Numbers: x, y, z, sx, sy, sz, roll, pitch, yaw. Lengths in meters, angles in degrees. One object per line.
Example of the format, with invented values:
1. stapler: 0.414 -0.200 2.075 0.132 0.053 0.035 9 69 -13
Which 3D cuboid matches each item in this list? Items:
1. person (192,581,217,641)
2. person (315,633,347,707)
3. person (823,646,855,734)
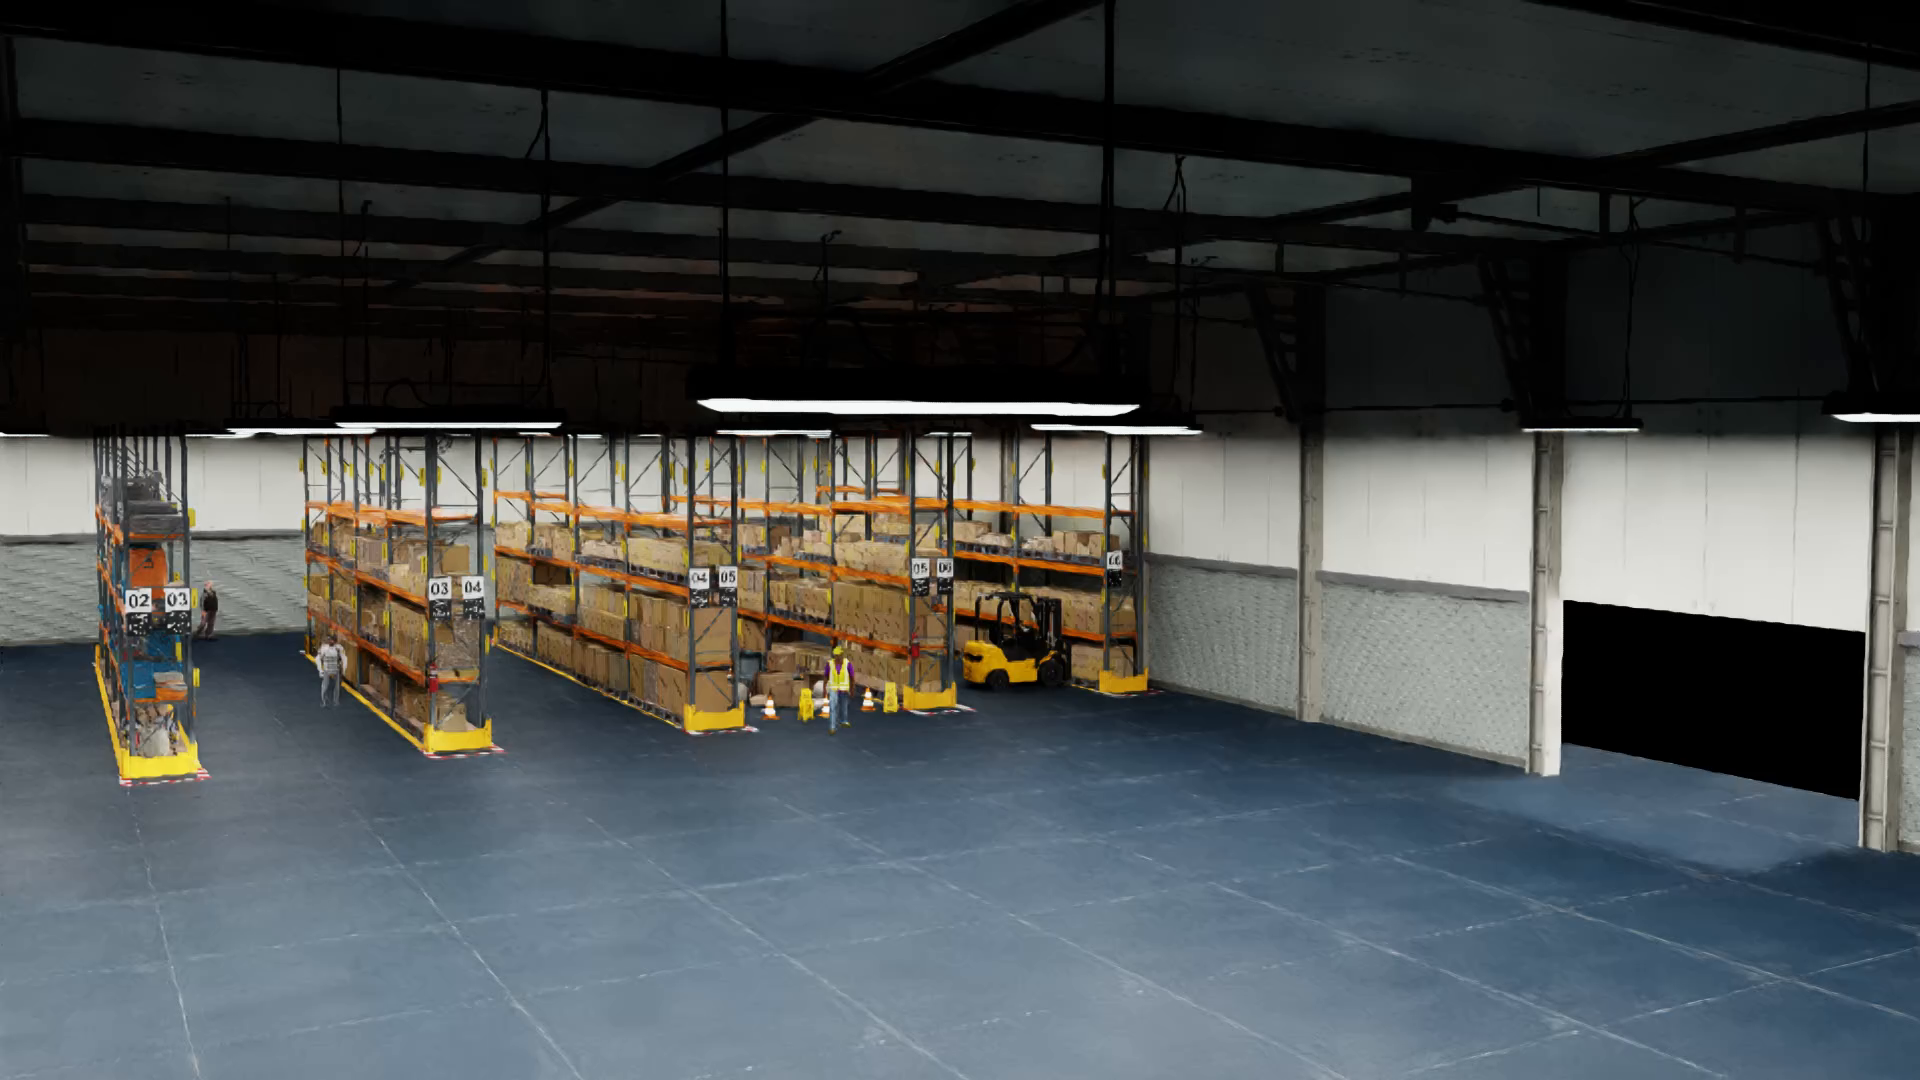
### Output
1. person: -21.437 2.008 47.184 0.520 1.702 0.716 1 4 19
2. person: -13.398 2.767 35.453 0.639 1.631 0.508 -2 4 -29
3. person: -2.366 2.907 32.482 0.618 1.712 0.971 0 3 -8
